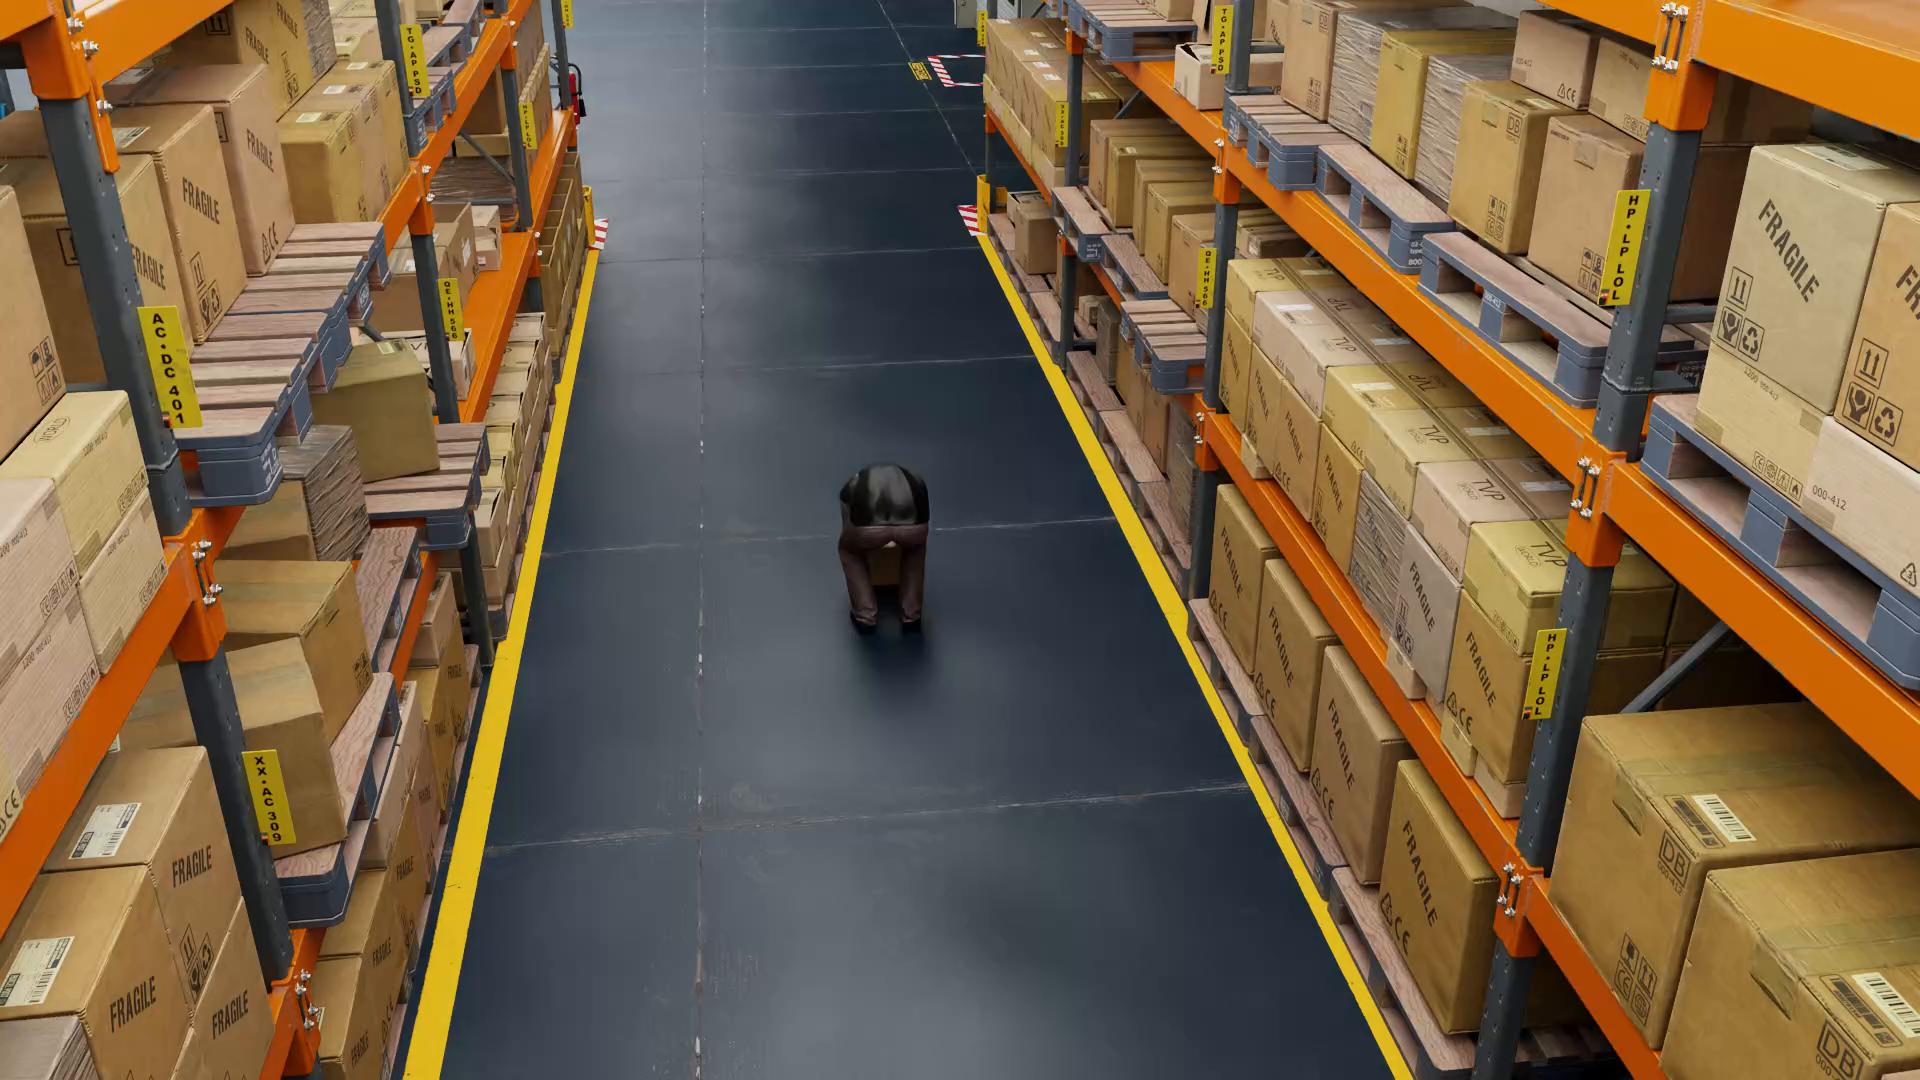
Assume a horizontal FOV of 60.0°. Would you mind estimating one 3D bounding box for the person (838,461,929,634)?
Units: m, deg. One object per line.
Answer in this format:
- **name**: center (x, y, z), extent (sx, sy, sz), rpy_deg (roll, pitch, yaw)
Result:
- **person**: center (-0.451, -0.034, 9.535), extent (0.511, 0.973, 0.944), rpy_deg (-5, 27, -10)
